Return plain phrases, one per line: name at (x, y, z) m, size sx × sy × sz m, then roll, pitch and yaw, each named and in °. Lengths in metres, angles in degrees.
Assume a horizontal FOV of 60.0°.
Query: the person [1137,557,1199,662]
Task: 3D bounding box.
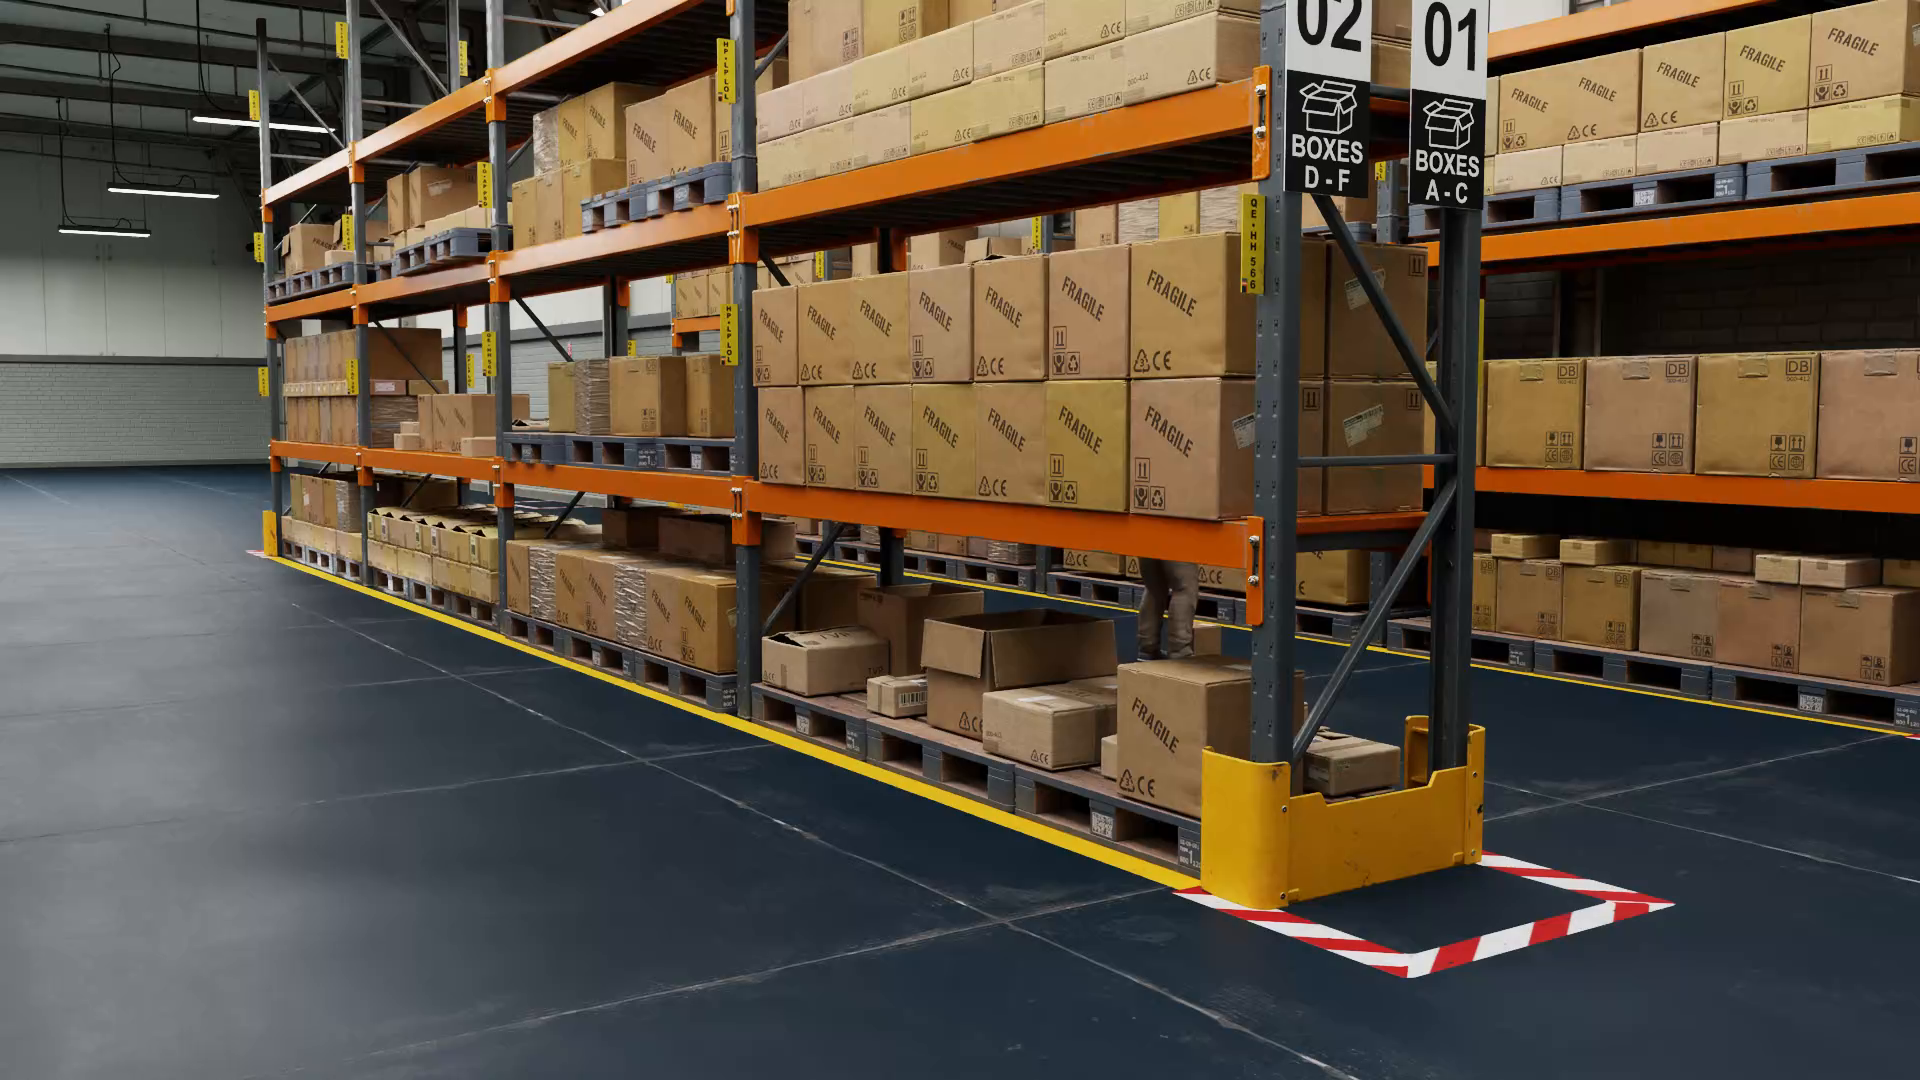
person at (1.355, -0.038, 10.871) m, size 0.383 × 1.727 × 0.601 m, roll -3°, pitch 6°, yaw -36°
